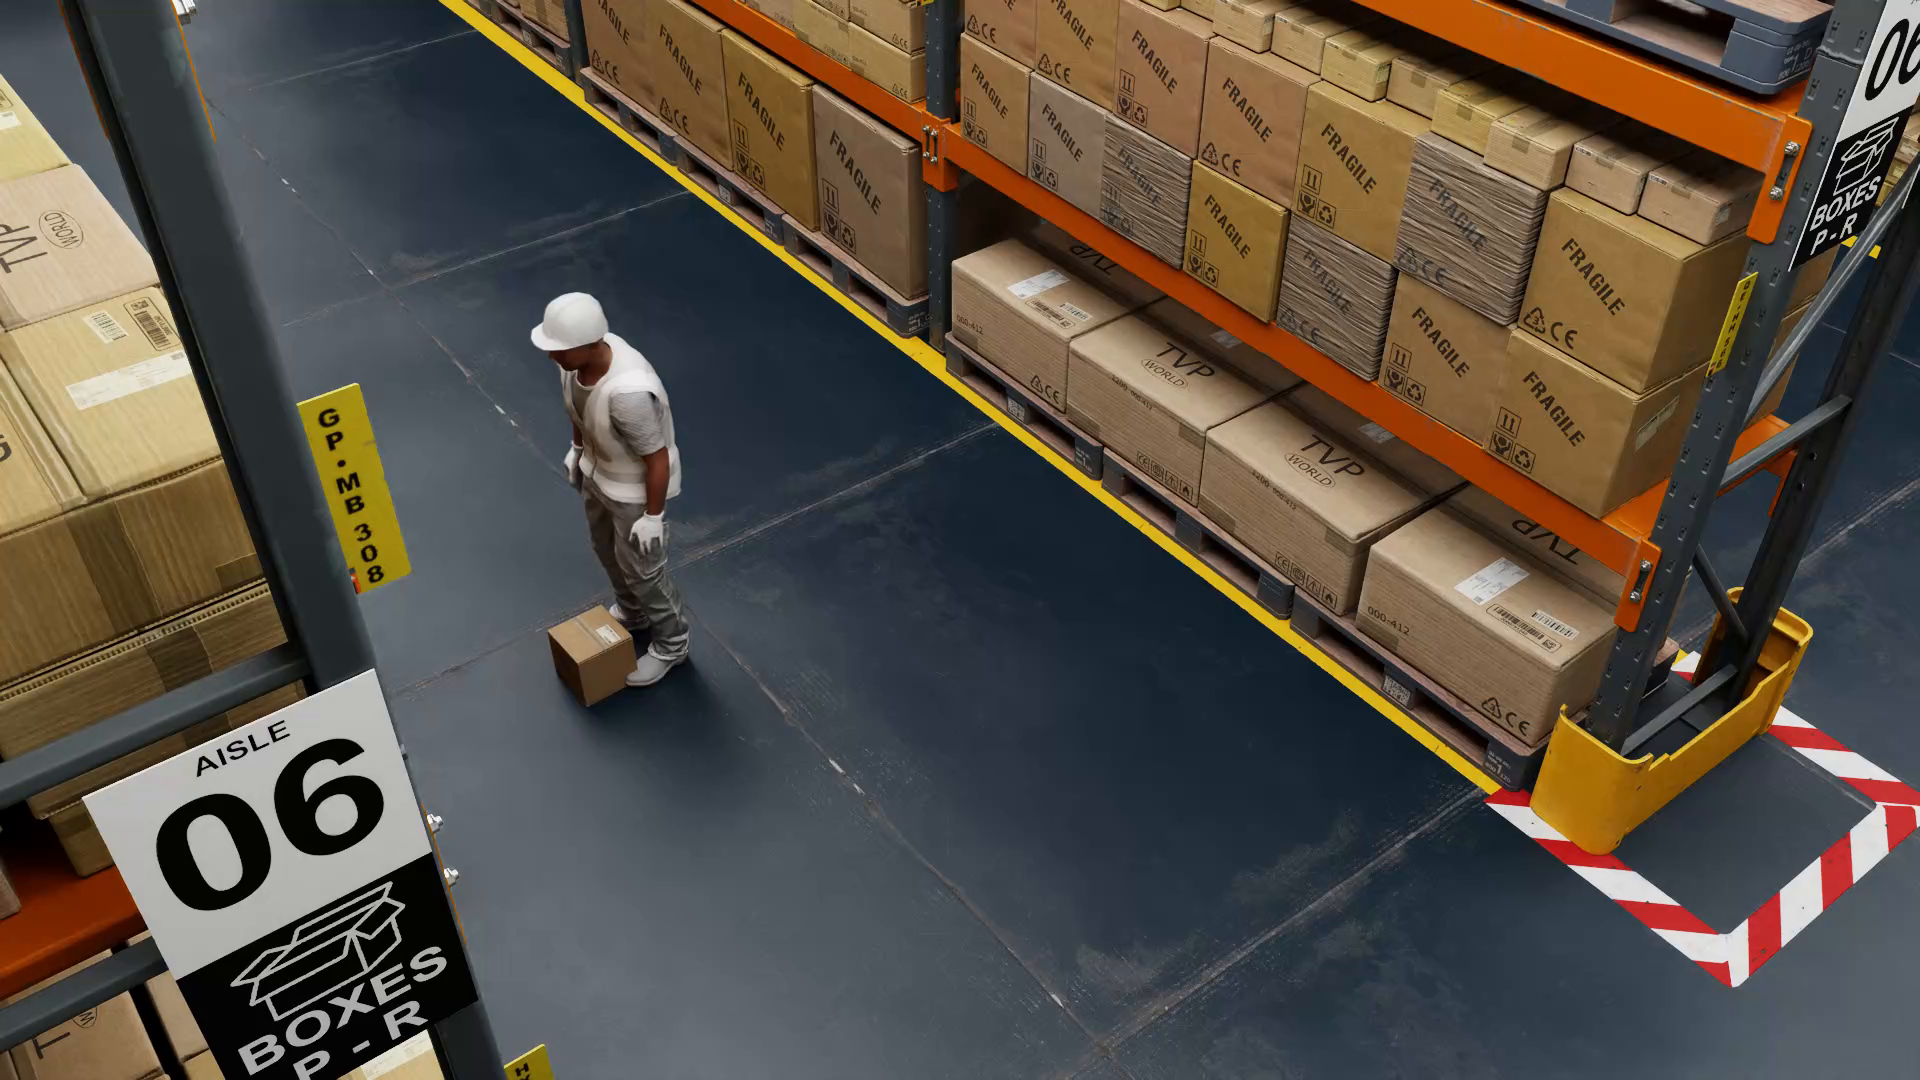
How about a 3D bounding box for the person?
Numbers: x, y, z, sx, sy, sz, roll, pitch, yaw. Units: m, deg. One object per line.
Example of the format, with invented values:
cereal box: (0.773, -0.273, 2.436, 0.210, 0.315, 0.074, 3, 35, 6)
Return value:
person: (-1.318, -0.207, 6.395, 0.454, 1.774, 0.624, -27, 47, -28)
